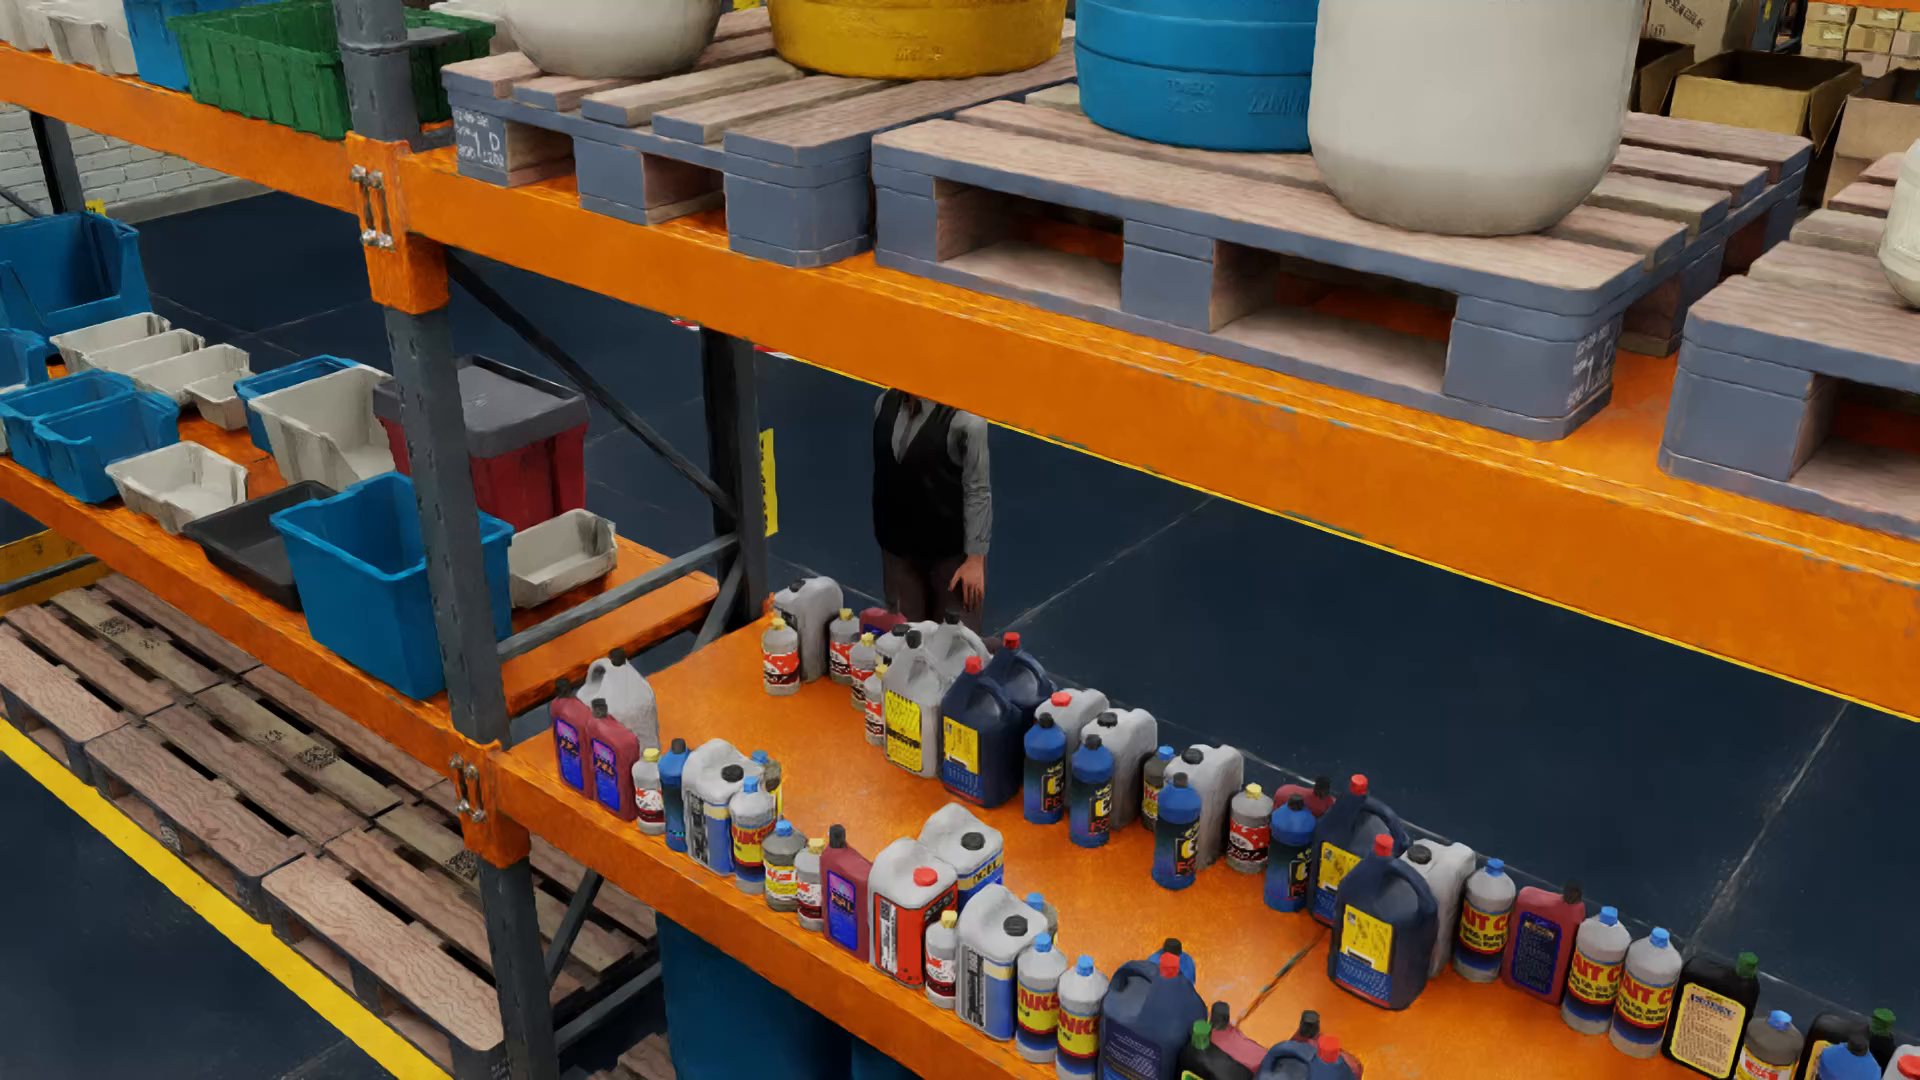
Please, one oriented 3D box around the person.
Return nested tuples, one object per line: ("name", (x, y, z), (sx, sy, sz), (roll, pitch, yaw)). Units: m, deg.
("person", (-0.117, 0.033, 6.132), (0.580, 1.681, 0.636), (15, 31, 27))
